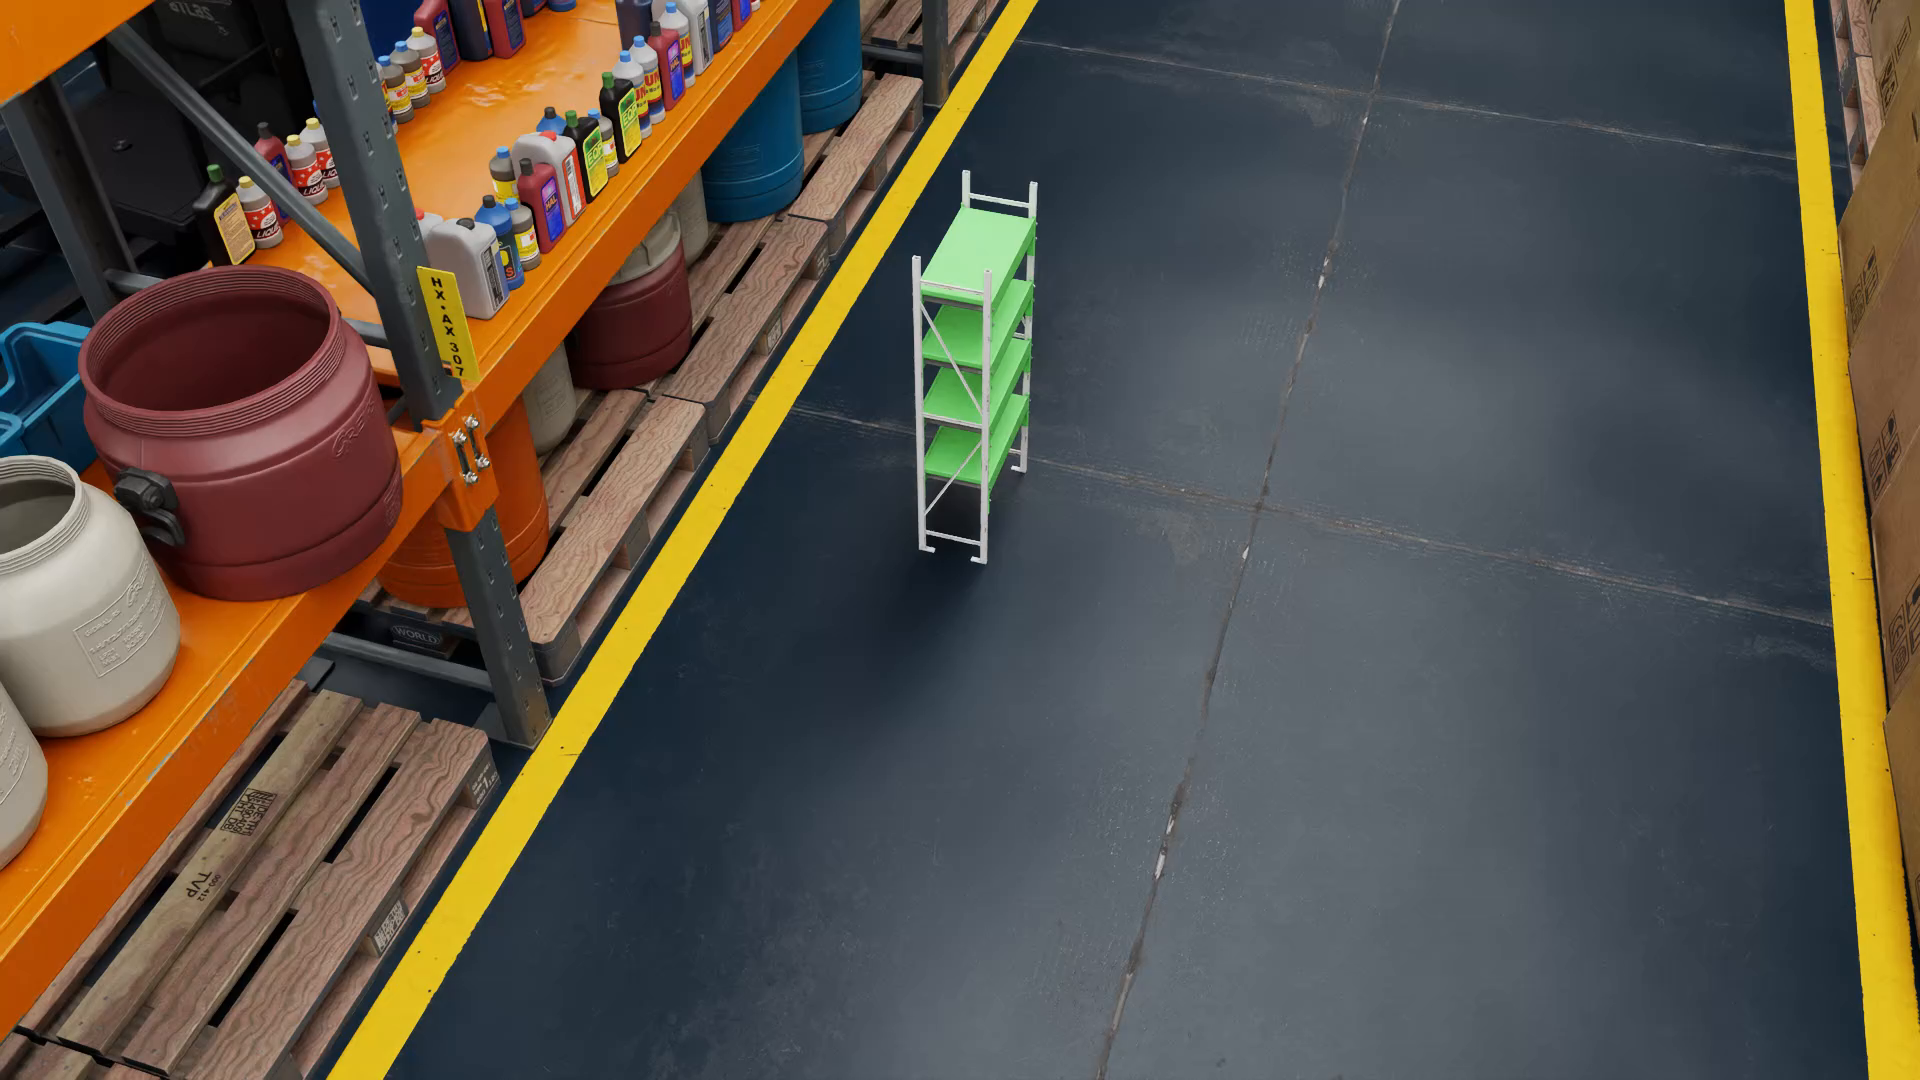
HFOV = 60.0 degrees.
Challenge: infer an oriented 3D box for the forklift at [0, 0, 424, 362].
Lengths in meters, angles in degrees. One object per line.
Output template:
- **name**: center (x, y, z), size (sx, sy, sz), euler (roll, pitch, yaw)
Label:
- **forklift**: center (-3.323, -2.480, 6.188), size (1.130, 2.935, 3.031), euler (18, 47, 18)

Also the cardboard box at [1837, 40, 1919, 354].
- **cardboard box**: center (3.998, -1.148, 5.997), size (1.225, 0.875, 0.875), euler (13, 46, 13)

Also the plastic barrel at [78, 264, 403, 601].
- **plastic barrel**: center (-1.611, -0.246, 3.759), size (0.600, 0.536, 0.708), euler (13, 46, 13)

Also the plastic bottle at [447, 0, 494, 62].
- **plastic bottle**: center (-1.609, -1.772, 5.452), size (0.144, 0.351, 0.185), euler (13, 46, 13)

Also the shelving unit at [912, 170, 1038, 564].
- **shelving unit**: center (0.050, -0.539, 5.443), size (0.258, 1.200, 0.503), euler (13, 46, 12)

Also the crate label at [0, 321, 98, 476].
- **crate label**: center (-2.244, -0.310, 4.041), size (0.303, 0.233, 0.416), euler (13, 46, 13)

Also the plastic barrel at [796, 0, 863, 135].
- **plastic barrel**: center (-0.729, -2.278, 7.134), size (0.600, 0.901, 0.708), euler (13, 46, 13)

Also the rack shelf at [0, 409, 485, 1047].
- **rack shelf**: center (-2.365, 1.019, 3.078), size (1.077, 0.370, 4.000), euler (13, 46, 13)

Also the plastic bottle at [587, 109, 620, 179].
- **plastic bottle**: center (-1.079, -1.189, 4.962), size (0.097, 0.201, 0.097), euler (0, 44, 0)

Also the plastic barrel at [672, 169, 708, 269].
- **plastic barrel**: center (-1.200, -1.310, 6.422), size (0.421, 0.512, 0.421), euler (0, 44, 0)

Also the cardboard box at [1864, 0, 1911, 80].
- **cardboard box**: center (4.721, -2.602, 7.483), size (0.875, 0.875, 0.875), euler (13, 46, 13)

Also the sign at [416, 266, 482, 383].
- **sign**: center (-1.233, -0.517, 4.017), size (0.100, 0.325, 0.005), euler (13, 46, 13)

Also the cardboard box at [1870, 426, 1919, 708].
- **cardboard box**: center (3.467, 0.039, 4.784), size (1.225, 0.875, 0.875), euler (13, 46, 13)

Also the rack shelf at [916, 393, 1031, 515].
- **rack shelf**: center (0.050, -0.322, 5.656), size (0.258, 0.148, 0.480), euler (13, 46, 12)

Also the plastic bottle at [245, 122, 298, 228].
- **plastic bottle**: center (-1.974, -1.043, 4.755), size (0.061, 0.283, 0.133), euler (13, 46, 13)

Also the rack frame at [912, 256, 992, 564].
- **rack frame**: center (-0.024, -0.377, 5.277), size (0.240, 1.200, 0.015), euler (13, 46, 12)

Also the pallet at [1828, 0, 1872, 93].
- **pallet**: center (4.845, -2.498, 8.151), size (1.003, 0.211, 1.213), euler (13, 46, 12)

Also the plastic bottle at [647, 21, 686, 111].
- **plastic bottle**: center (-0.927, -1.510, 5.232), size (0.061, 0.283, 0.133), euler (13, 46, 13)

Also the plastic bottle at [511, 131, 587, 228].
- **plastic bottle**: center (-1.180, -1.055, 4.772), size (0.152, 0.276, 0.135), euler (13, 46, 13)

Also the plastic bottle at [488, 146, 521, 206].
- **plastic bottle**: center (-1.305, -1.042, 4.812), size (0.097, 0.201, 0.097), euler (0, 44, 0)

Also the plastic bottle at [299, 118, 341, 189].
- **plastic bottle**: center (-1.892, -1.152, 4.924), size (0.097, 0.201, 0.097), euler (0, 44, 0)

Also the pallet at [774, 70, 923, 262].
- **pallet**: center (-0.821, -1.735, 7.372), size (1.003, 0.211, 1.213), euler (13, 46, 13)

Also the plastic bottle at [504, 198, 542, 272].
- **plastic bottle**: center (-1.230, -0.856, 4.622), size (0.097, 0.201, 0.097), euler (0, 44, 0)

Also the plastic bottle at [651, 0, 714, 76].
- **plastic bottle**: center (-0.900, -1.671, 5.402), size (0.152, 0.276, 0.135), euler (13, 46, 13)

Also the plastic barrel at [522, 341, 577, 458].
- **plastic barrel**: center (-1.542, -0.557, 5.653), size (0.421, 0.512, 0.421), euler (0, 44, 0)

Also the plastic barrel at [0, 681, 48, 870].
- **plastic barrel**: center (-1.995, 0.401, 3.116), size (0.421, 0.512, 0.421), euler (0, 44, 0)

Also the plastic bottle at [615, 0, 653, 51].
- **plastic bottle**: center (-1.034, -1.746, 5.425), size (0.144, 0.351, 0.185), euler (13, 46, 13)

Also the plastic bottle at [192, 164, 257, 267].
- **plastic bottle**: center (-2.043, -0.889, 4.597), size (0.061, 0.283, 0.133), euler (13, 46, 13)

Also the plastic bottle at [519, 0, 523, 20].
- **plastic bottle**: center (-1.543, -1.850, 5.580), size (0.061, 0.283, 0.133), euler (13, 46, 13)

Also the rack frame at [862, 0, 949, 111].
- **rack frame**: center (-0.548, -3.237, 6.913), size (1.000, 3.000, 0.127), euler (13, 46, 13)

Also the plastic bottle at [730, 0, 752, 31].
- **plastic bottle**: center (-0.760, -1.876, 5.606), size (0.061, 0.283, 0.133), euler (13, 46, 13)

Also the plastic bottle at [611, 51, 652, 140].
- **plastic bottle**: center (-1.009, -1.368, 5.095), size (0.097, 0.271, 0.097), euler (0, 44, 0)

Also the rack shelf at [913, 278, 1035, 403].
- **rack shelf**: center (0.050, -0.665, 5.320), size (0.258, 0.148, 0.480), euler (13, 46, 12)

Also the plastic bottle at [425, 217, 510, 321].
- **plastic bottle**: center (-1.320, -0.747, 4.457), size (0.152, 0.276, 0.135), euler (13, 46, 13)

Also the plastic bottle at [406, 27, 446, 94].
- **plastic bottle**: center (-1.715, -1.541, 5.322), size (0.097, 0.201, 0.097), euler (0, 44, 0)

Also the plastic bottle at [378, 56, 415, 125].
- **plastic bottle**: center (-1.774, -1.411, 5.189), size (0.097, 0.201, 0.097), euler (0, 44, 0)

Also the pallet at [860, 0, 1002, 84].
- **pallet**: center (-0.362, -2.739, 8.398), size (1.003, 0.211, 1.213), euler (13, 46, 13)

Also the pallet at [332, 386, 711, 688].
- **pallet**: center (-1.560, -0.109, 5.710), size (1.003, 0.211, 1.213), euler (13, 46, 13)
